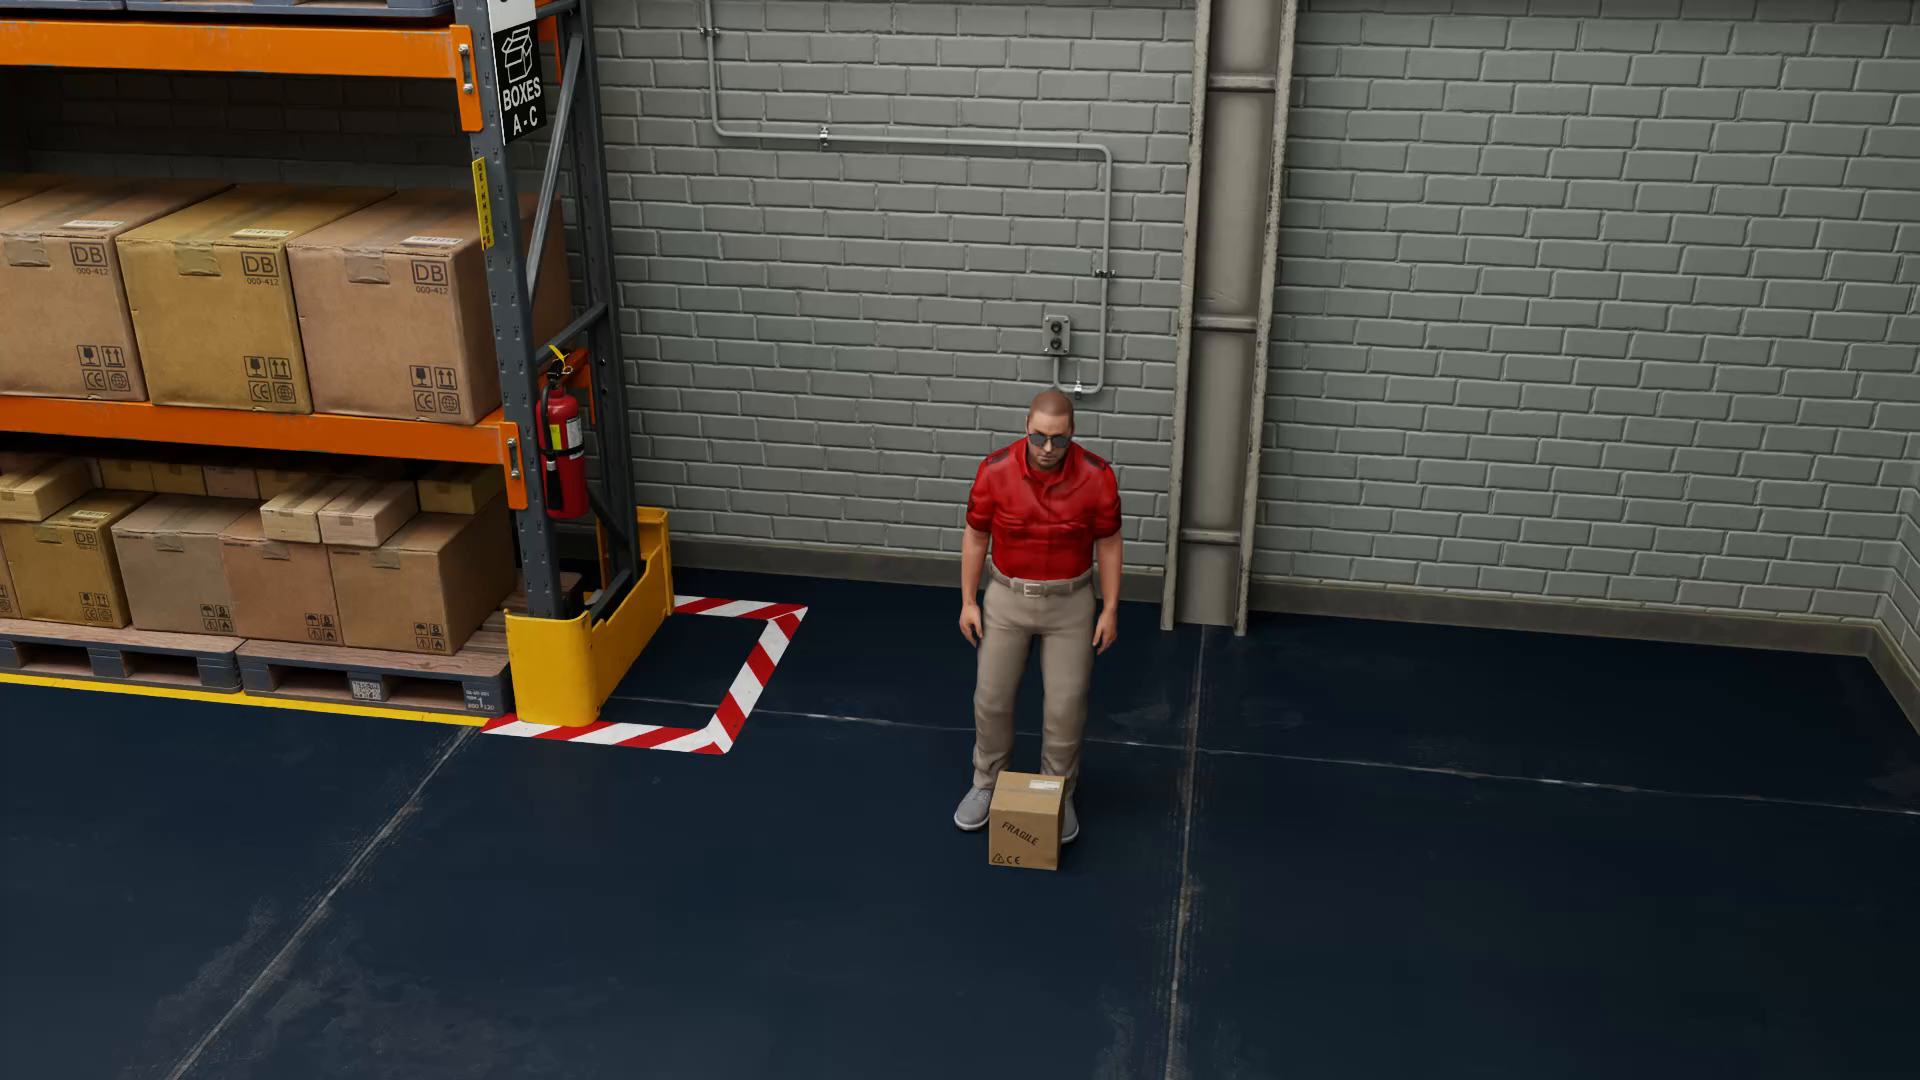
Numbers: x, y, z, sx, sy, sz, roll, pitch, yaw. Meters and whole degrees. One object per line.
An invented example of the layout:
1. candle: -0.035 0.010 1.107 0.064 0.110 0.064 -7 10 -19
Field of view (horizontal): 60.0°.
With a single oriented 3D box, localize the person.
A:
1. person: 0.284 0.268 6.043 0.595 1.725 0.433 3 25 6
